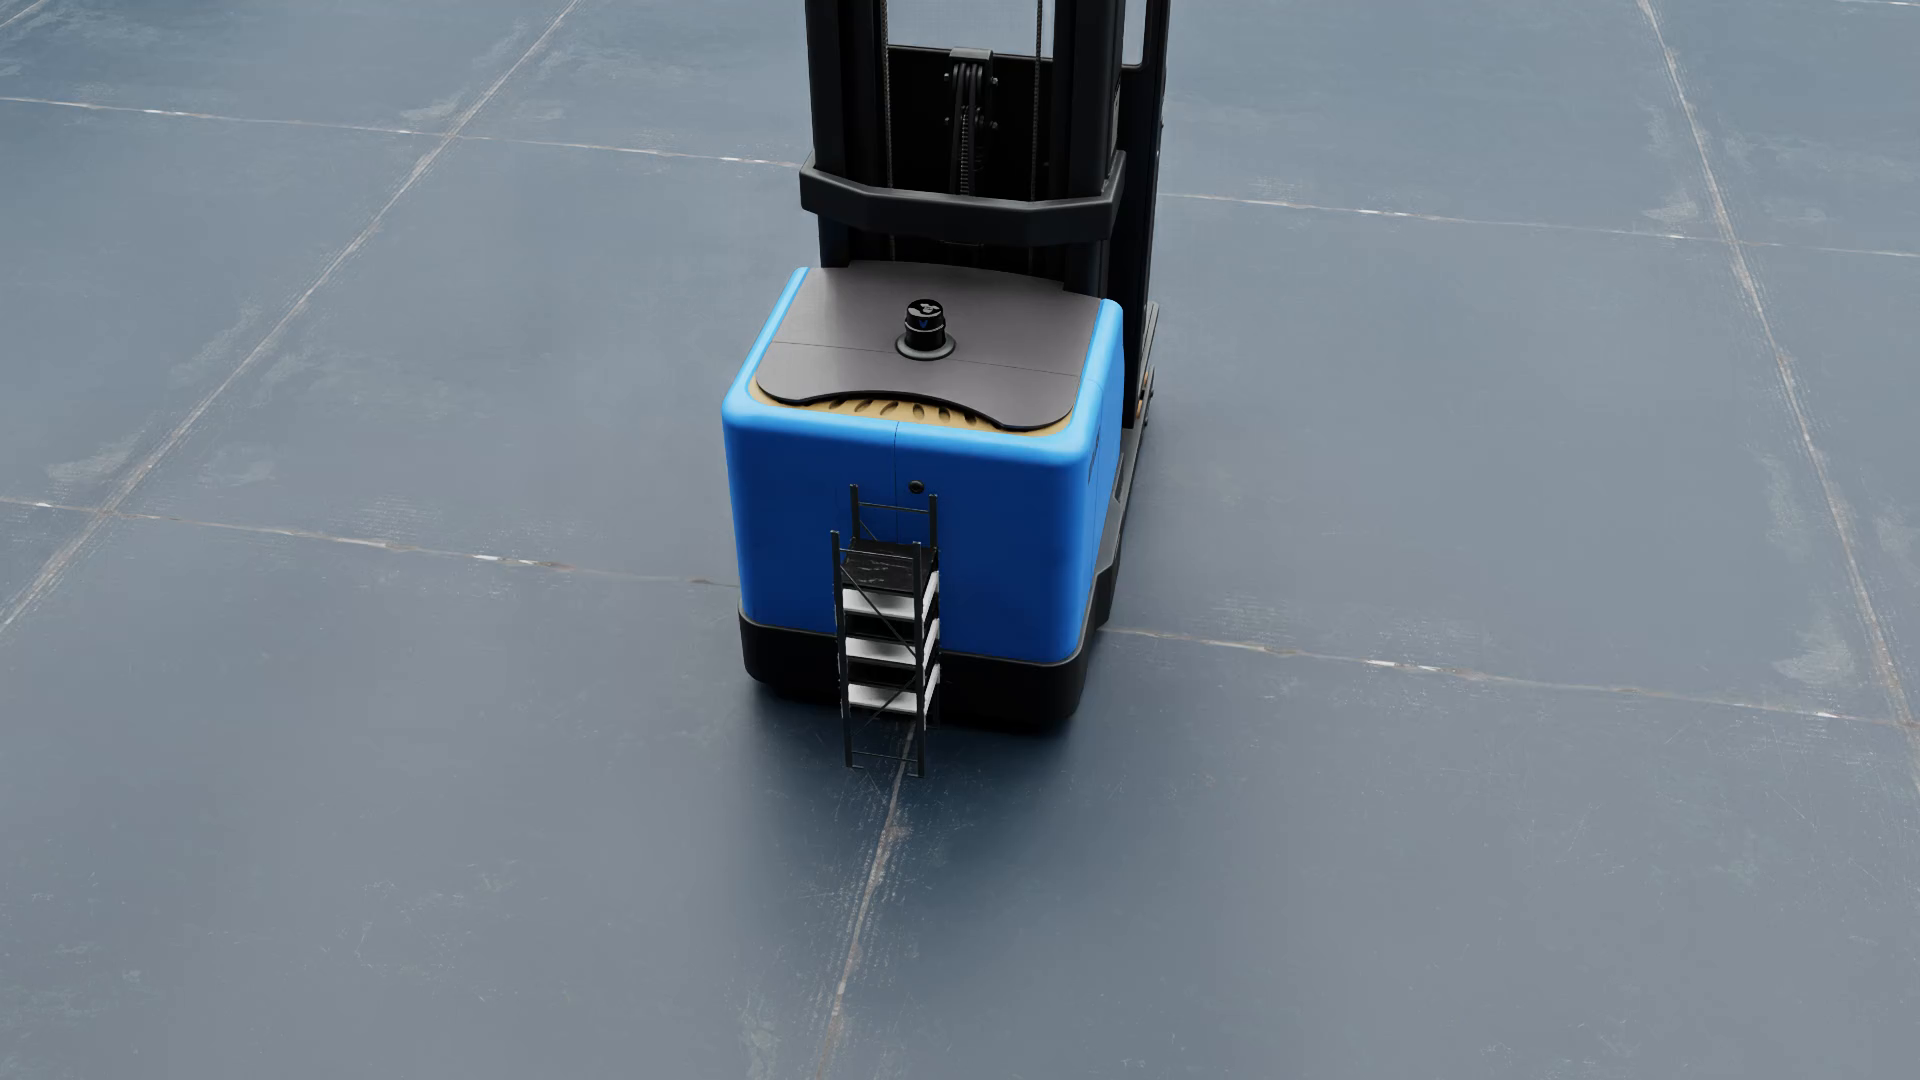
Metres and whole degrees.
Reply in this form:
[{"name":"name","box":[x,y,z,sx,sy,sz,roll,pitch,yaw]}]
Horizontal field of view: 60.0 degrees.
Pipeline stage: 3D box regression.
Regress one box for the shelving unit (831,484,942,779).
[{"name":"shelving unit","box":[-0.200,0.276,4.710,0.258,0.900,0.210,7,40,9]}]

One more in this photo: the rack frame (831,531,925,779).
[{"name":"rack frame","box":[-0.221,0.339,4.634,0.240,0.900,0.006,7,40,9]}]

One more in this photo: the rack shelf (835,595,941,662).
[{"name":"rack shelf","box":[-0.200,0.232,4.674,0.258,0.077,0.200,7,40,9]}]

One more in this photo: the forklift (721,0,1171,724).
[{"name":"forklift","box":[0.126,-1.523,5.292,1.130,2.935,3.031,7,40,9]}]

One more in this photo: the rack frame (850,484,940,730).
[{"name":"rack frame","box":[-0.180,0.212,4.787,0.240,0.900,0.006,7,40,9]}]

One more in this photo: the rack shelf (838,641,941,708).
[{"name":"rack shelf","box":[-0.200,0.371,4.789,0.258,0.077,0.200,7,40,9]}]

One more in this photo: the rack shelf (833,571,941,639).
[{"name":"rack shelf","box":[-0.200,0.163,4.617,0.258,0.077,0.200,7,40,9]}]

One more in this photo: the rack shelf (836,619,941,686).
[{"name":"rack shelf","box":[-0.200,0.301,4.732,0.258,0.077,0.200,7,40,9]}]

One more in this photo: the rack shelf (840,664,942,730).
[{"name":"rack shelf","box":[-0.200,0.440,4.846,0.258,0.077,0.200,7,40,9]}]

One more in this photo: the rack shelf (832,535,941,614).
[{"name":"rack shelf","box":[-0.200,0.093,4.560,0.258,0.077,0.200,7,40,9]}]
